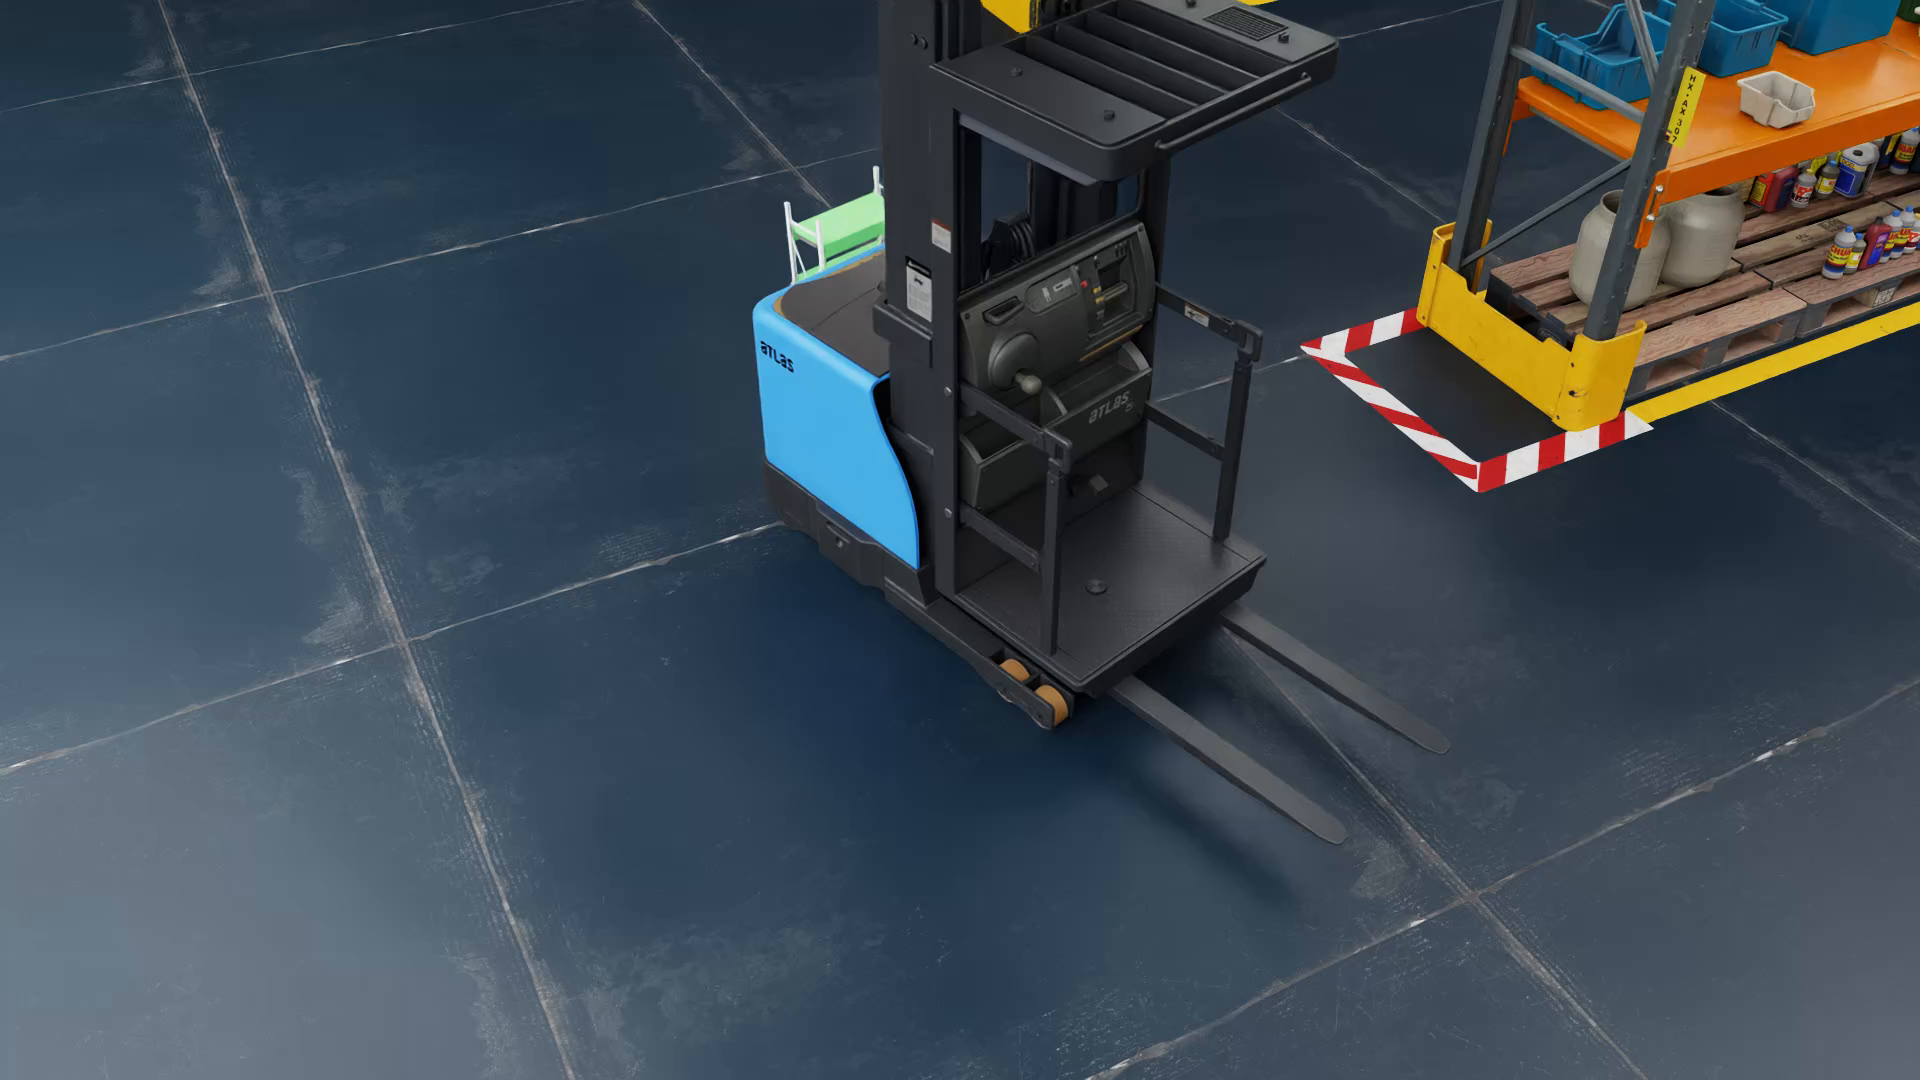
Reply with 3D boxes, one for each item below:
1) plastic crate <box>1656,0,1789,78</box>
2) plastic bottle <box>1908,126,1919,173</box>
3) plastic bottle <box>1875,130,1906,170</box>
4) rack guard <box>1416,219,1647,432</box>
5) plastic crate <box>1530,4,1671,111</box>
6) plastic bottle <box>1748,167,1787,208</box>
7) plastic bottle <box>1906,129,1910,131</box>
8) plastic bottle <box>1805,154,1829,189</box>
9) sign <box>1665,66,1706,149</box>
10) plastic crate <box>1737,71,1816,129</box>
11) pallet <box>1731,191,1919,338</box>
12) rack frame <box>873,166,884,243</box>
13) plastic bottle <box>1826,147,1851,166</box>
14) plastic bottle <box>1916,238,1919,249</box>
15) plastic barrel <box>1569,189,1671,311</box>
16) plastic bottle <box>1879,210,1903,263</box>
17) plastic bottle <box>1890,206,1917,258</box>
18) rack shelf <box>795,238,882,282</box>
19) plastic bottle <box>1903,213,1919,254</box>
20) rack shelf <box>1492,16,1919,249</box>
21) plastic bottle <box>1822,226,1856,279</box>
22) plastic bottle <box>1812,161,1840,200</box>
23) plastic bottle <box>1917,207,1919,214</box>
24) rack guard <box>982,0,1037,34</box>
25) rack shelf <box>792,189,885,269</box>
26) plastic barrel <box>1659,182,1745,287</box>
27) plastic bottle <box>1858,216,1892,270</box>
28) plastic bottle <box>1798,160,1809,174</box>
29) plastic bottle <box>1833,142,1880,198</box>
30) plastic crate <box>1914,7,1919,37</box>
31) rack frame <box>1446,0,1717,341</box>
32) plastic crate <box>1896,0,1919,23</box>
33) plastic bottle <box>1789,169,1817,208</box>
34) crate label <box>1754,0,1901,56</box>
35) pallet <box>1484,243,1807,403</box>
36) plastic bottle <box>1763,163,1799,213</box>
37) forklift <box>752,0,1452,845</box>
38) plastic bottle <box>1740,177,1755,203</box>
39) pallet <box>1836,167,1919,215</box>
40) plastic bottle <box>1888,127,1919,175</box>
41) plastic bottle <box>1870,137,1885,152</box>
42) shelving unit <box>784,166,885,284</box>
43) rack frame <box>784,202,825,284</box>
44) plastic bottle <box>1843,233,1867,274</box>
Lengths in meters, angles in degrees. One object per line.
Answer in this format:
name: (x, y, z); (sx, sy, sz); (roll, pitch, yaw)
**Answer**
plastic crate: (3.598, -2.432, 7.916); (0.408, 0.251, 0.499); (-19, 44, -21)
plastic bottle: (5.421, -2.242, 9.287); (0.185, 0.351, 0.144); (-19, 44, -21)
plastic bottle: (5.187, -2.268, 9.318); (0.185, 0.351, 0.144); (-20, 44, -22)
rack guard: (2.760, -1.073, 8.130); (0.348, 0.500, 1.175); (-19, 44, -21)
plastic crate: (3.020, -2.241, 7.691); (0.616, 0.251, 0.499); (-19, 44, -21)
plastic bottle: (4.377, -1.964, 9.016); (0.135, 0.276, 0.152); (-18, 44, -20)
plastic bottle: (5.354, -2.325, 9.384); (0.185, 0.351, 0.144); (-17, 43, -20)
plastic bottle: (4.645, -2.086, 9.102); (0.185, 0.351, 0.144); (-17, 43, -19)
sign: (2.964, -1.766, 6.801); (0.005, 0.325, 0.100); (-19, 44, -21)
plastic crate: (3.656, -1.959, 7.447); (0.250, 0.136, 0.298); (-19, 44, -21)
pallet: (4.563, -1.563, 8.933); (1.213, 0.211, 1.003); (-19, 44, -21)
rack frame: (-0.280, -1.126, 7.642); (0.015, 1.200, 0.240); (-30, 46, -30)
plastic bottle: (4.810, -2.141, 9.168); (0.185, 0.351, 0.144); (-19, 44, -21)
plastic bottle: (5.038, -1.659, 8.659); (0.097, 0.271, 0.097); (0, 40, 0)
plastic barrel: (3.262, -1.428, 8.216); (0.421, 0.512, 0.421); (0, 40, 0)
plastic bottle: (4.770, -1.568, 8.552); (0.097, 0.271, 0.097); (0, 40, 0)
plastic bottle: (4.859, -1.598, 8.588); (0.097, 0.271, 0.097); (0, 40, 0)
rack shelf: (-0.469, -1.160, 7.410); (0.480, 0.148, 0.258); (-30, 46, -30)
plastic bottle: (4.947, -1.601, 8.645); (0.097, 0.201, 0.097); (0, 40, 0)
rack shelf: (4.488, -2.299, 8.202); (4.000, 0.370, 1.077); (-19, 44, -21)
plastic bottle: (4.466, -1.466, 8.432); (0.097, 0.271, 0.097); (0, 40, 0)
plastic bottle: (4.739, -1.973, 9.084); (0.097, 0.201, 0.097); (0, 40, 0)
plastic bottle: (5.171, -1.806, 8.823); (0.133, 0.283, 0.061); (-19, 44, -21)
rack guard: (0.408, -3.855, 11.418); (0.348, 0.500, 1.175); (-19, 44, -21)
rack shelf: (-0.477, -1.349, 7.262); (0.480, 0.148, 0.258); (-30, 46, -30)
plastic barrel: (3.707, -1.578, 8.393); (0.421, 0.512, 0.421); (0, 40, 0)
plastic bottle: (4.675, -1.528, 8.495); (0.133, 0.283, 0.061); (-18, 43, -20)
plastic bottle: (4.500, -2.006, 9.065); (0.135, 0.276, 0.152); (-20, 44, -22)
plastic bottle: (4.900, -2.035, 9.101); (0.135, 0.276, 0.152); (-19, 44, -21)
plastic crate: (4.938, -2.440, 8.016); (0.437, 0.136, 0.530); (-19, 44, -21)
rack frame: (2.714, -1.977, 7.264); (0.127, 3.000, 1.000); (-19, 44, -21)
plastic crate: (4.927, -2.847, 8.455); (0.662, 0.188, 0.450); (-19, 44, -21)
plastic bottle: (4.574, -1.911, 9.012); (0.097, 0.201, 0.097); (0, 40, 0)
crate label: (4.221, -2.695, 8.085); (0.616, 0.435, 0.502); (-19, 44, -21)
pallet: (3.483, -1.202, 8.506); (1.213, 0.211, 1.003); (-19, 44, -21)
plastic bottle: (4.426, -1.906, 8.942); (0.133, 0.283, 0.061); (-19, 44, -21)
forklift: (0.510, -0.771, 5.893); (1.130, 2.935, 3.031); (-31, 49, -31)
plastic bottle: (4.236, -1.953, 8.997); (0.133, 0.283, 0.061); (-18, 43, -20)
pallet: (5.647, -1.930, 9.367); (1.213, 0.211, 1.003); (-19, 44, -21)
plastic bottle: (5.281, -2.182, 9.277); (0.097, 0.271, 0.097); (0, 40, 0)
plastic bottle: (5.073, -2.173, 9.266); (0.097, 0.271, 0.097); (0, 40, 0)
shelving unit: (-0.464, -1.022, 7.519); (0.503, 1.200, 0.258); (-30, 46, -30)
rack frame: (-0.647, -0.918, 7.396); (0.015, 1.200, 0.240); (-30, 46, -30)
plastic bottle: (4.558, -1.470, 8.491); (0.097, 0.201, 0.097); (0, 40, 0)
